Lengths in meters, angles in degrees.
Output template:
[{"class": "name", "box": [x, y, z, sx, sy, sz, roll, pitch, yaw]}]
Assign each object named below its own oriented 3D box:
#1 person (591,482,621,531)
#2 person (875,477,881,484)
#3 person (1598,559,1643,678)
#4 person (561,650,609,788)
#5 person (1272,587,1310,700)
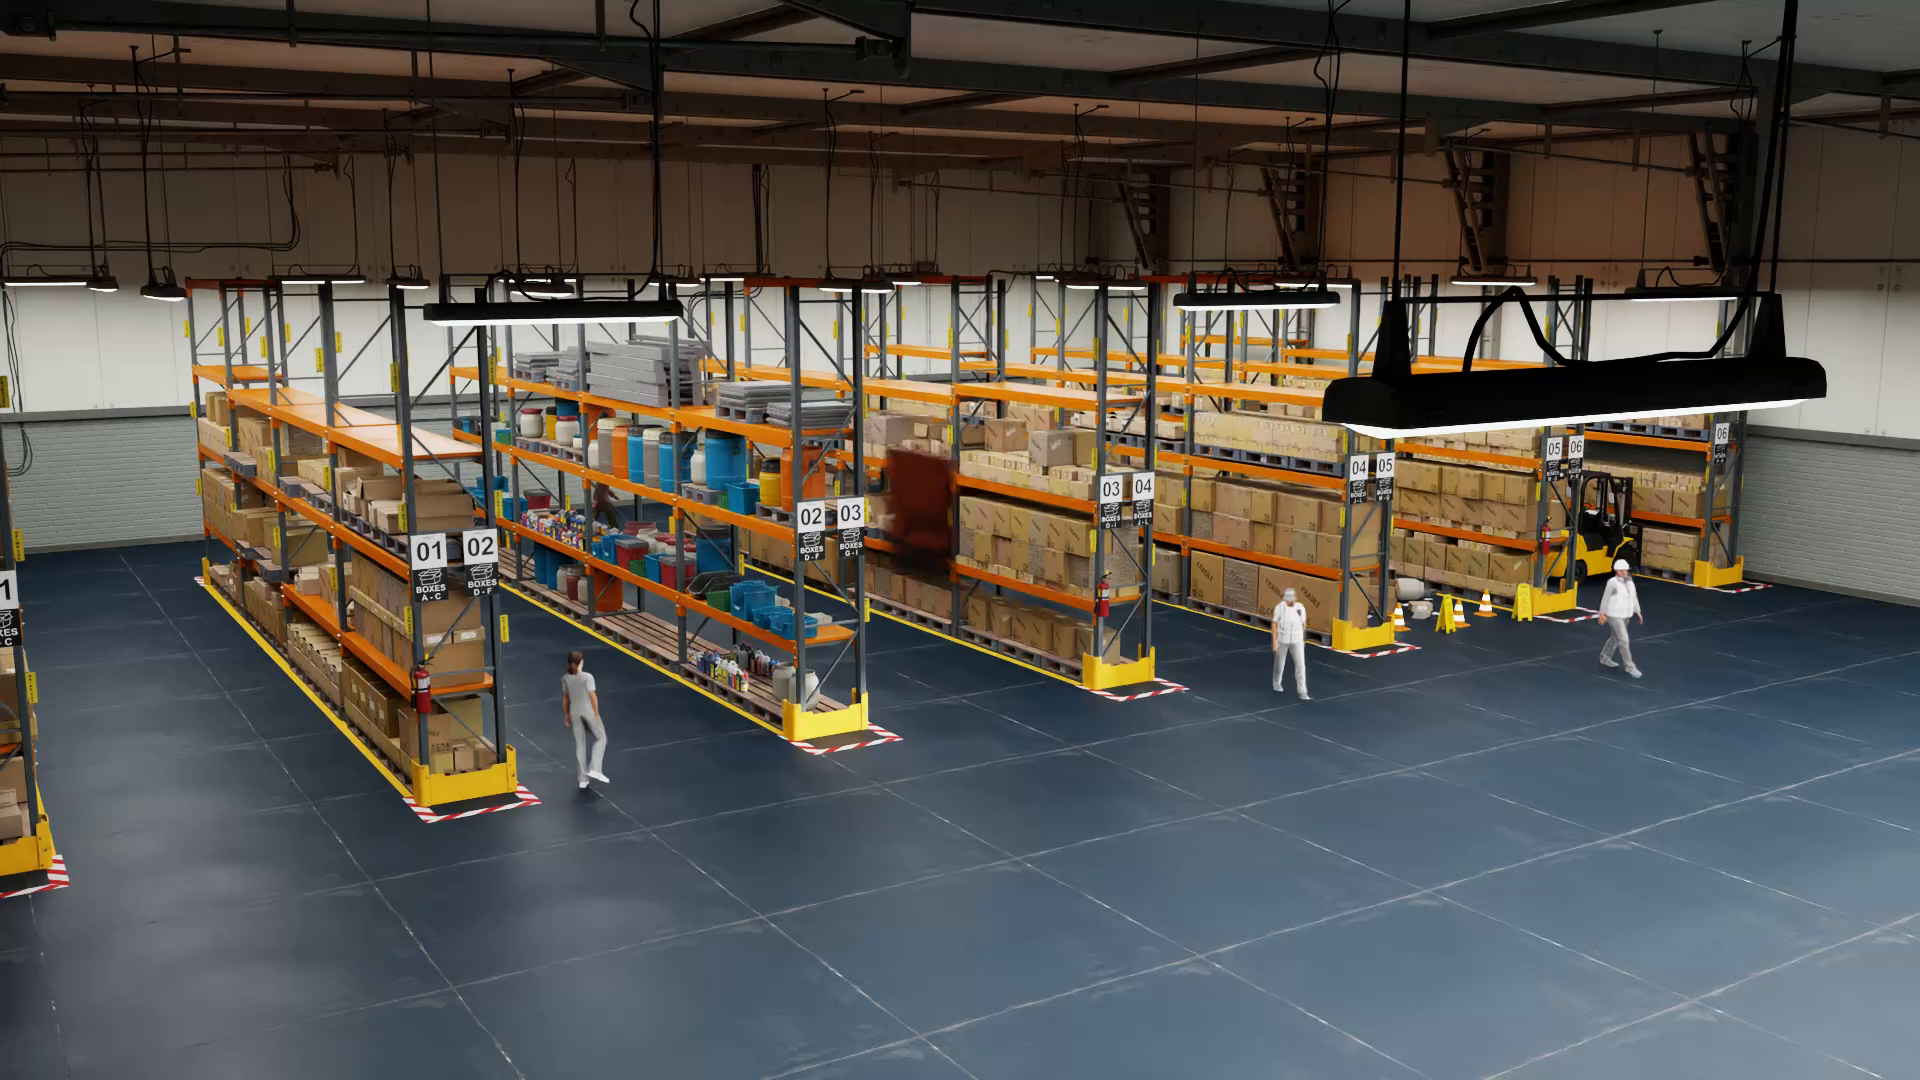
[{"class": "person", "box": [-8.171, -0.935, 38.245, 1.027, 1.719, 0.526, -4, 11, -25]}, {"class": "person", "box": [-2.058, -2.088, 45.150, 0.545, 1.710, 0.641, 3, 10, 15]}, {"class": "person", "box": [10.263, 1.173, 25.719, 0.571, 1.759, 0.871, -6, 11, -30]}, {"class": "person", "box": [-4.562, 2.155, 20.152, 0.553, 1.645, 0.482, 1, 10, 4]}, {"class": "person", "box": [4.816, 1.483, 24.298, 0.521, 1.616, 0.896, 0, 10, 2]}]
